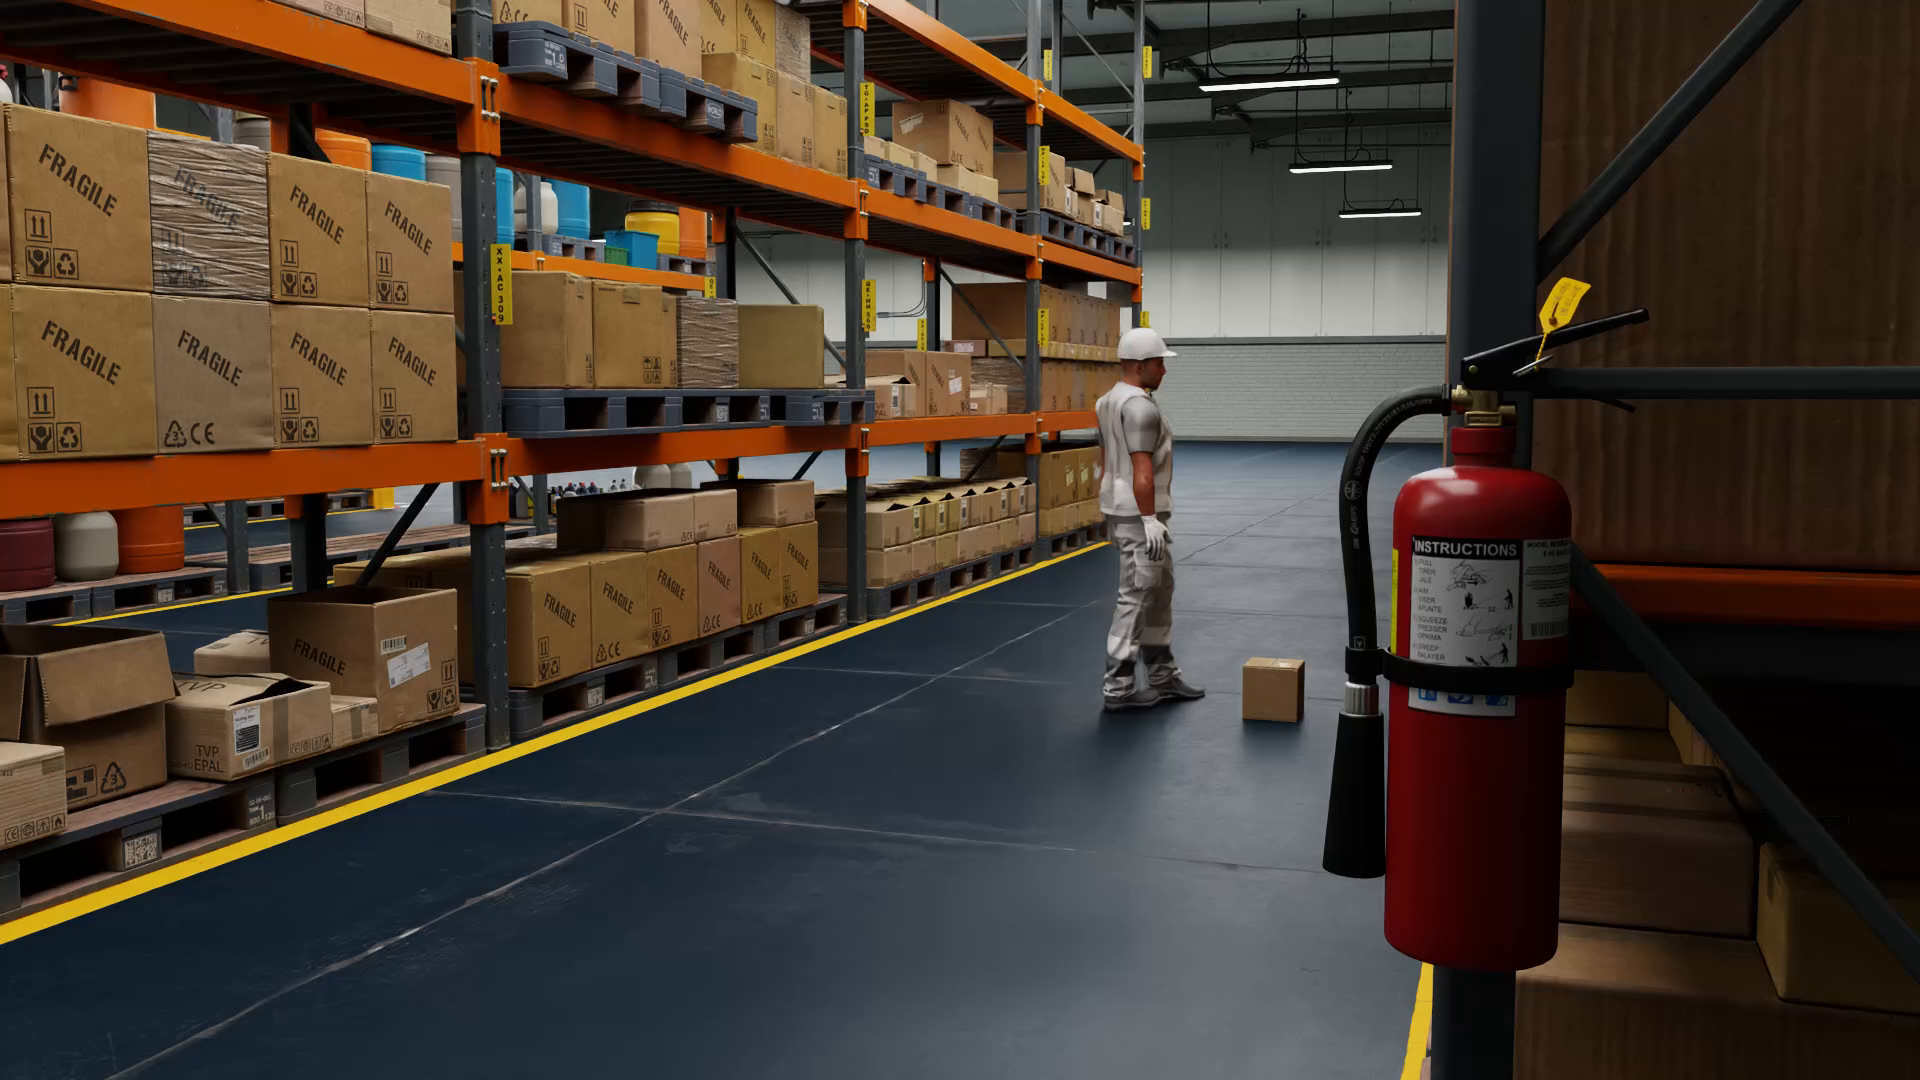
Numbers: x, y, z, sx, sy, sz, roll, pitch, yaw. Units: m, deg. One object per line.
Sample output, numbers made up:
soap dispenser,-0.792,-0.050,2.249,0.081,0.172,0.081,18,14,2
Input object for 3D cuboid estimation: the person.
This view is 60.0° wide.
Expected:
person,0.956,-0.095,7.816,0.587,1.786,0.572,-1,5,-12
